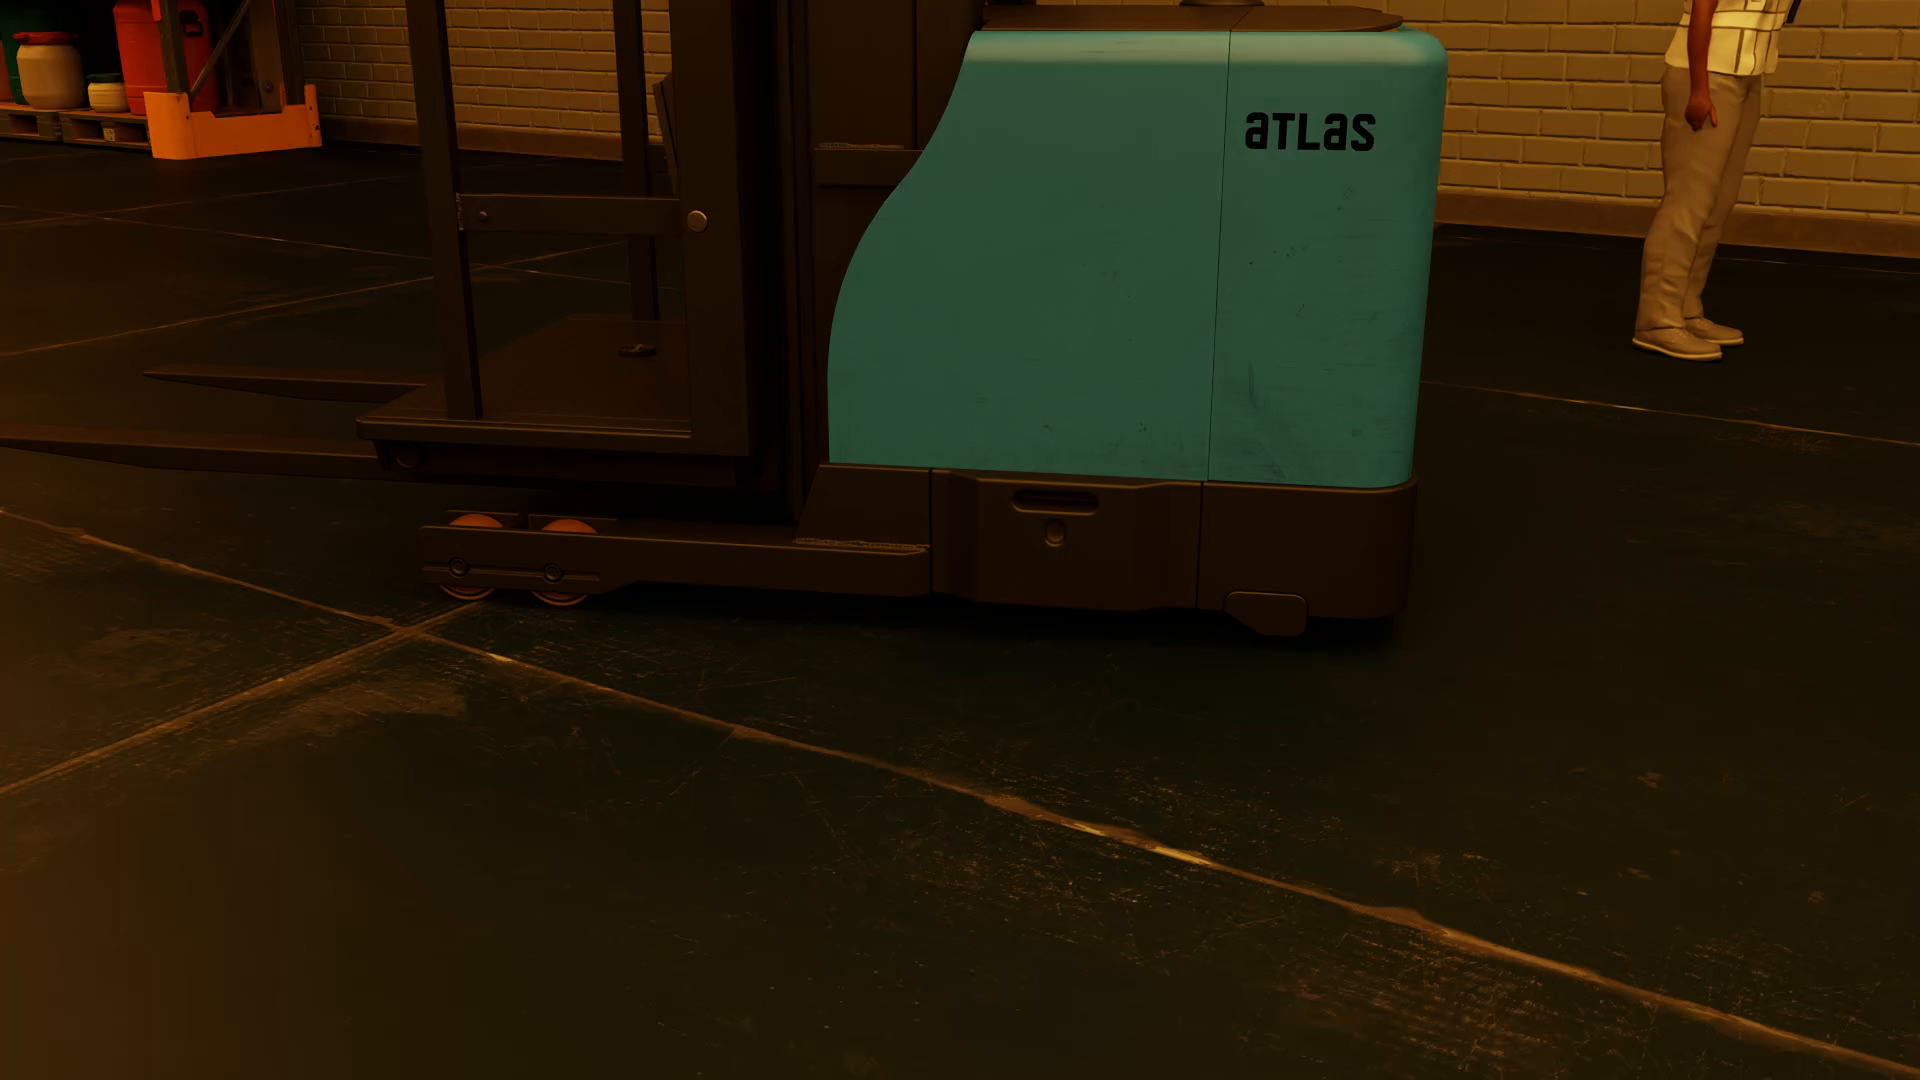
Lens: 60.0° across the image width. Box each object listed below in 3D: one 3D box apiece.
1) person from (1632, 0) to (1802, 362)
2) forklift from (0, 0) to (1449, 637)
[{"bbox_3d":[2.398,-1.440,5.240,0.337,1.691,0.447,15,24,38],"label":"person"},{"bbox_3d":[-0.599,-1.422,3.246,3.031,2.935,1.130,3,19,9],"label":"forklift"}]
